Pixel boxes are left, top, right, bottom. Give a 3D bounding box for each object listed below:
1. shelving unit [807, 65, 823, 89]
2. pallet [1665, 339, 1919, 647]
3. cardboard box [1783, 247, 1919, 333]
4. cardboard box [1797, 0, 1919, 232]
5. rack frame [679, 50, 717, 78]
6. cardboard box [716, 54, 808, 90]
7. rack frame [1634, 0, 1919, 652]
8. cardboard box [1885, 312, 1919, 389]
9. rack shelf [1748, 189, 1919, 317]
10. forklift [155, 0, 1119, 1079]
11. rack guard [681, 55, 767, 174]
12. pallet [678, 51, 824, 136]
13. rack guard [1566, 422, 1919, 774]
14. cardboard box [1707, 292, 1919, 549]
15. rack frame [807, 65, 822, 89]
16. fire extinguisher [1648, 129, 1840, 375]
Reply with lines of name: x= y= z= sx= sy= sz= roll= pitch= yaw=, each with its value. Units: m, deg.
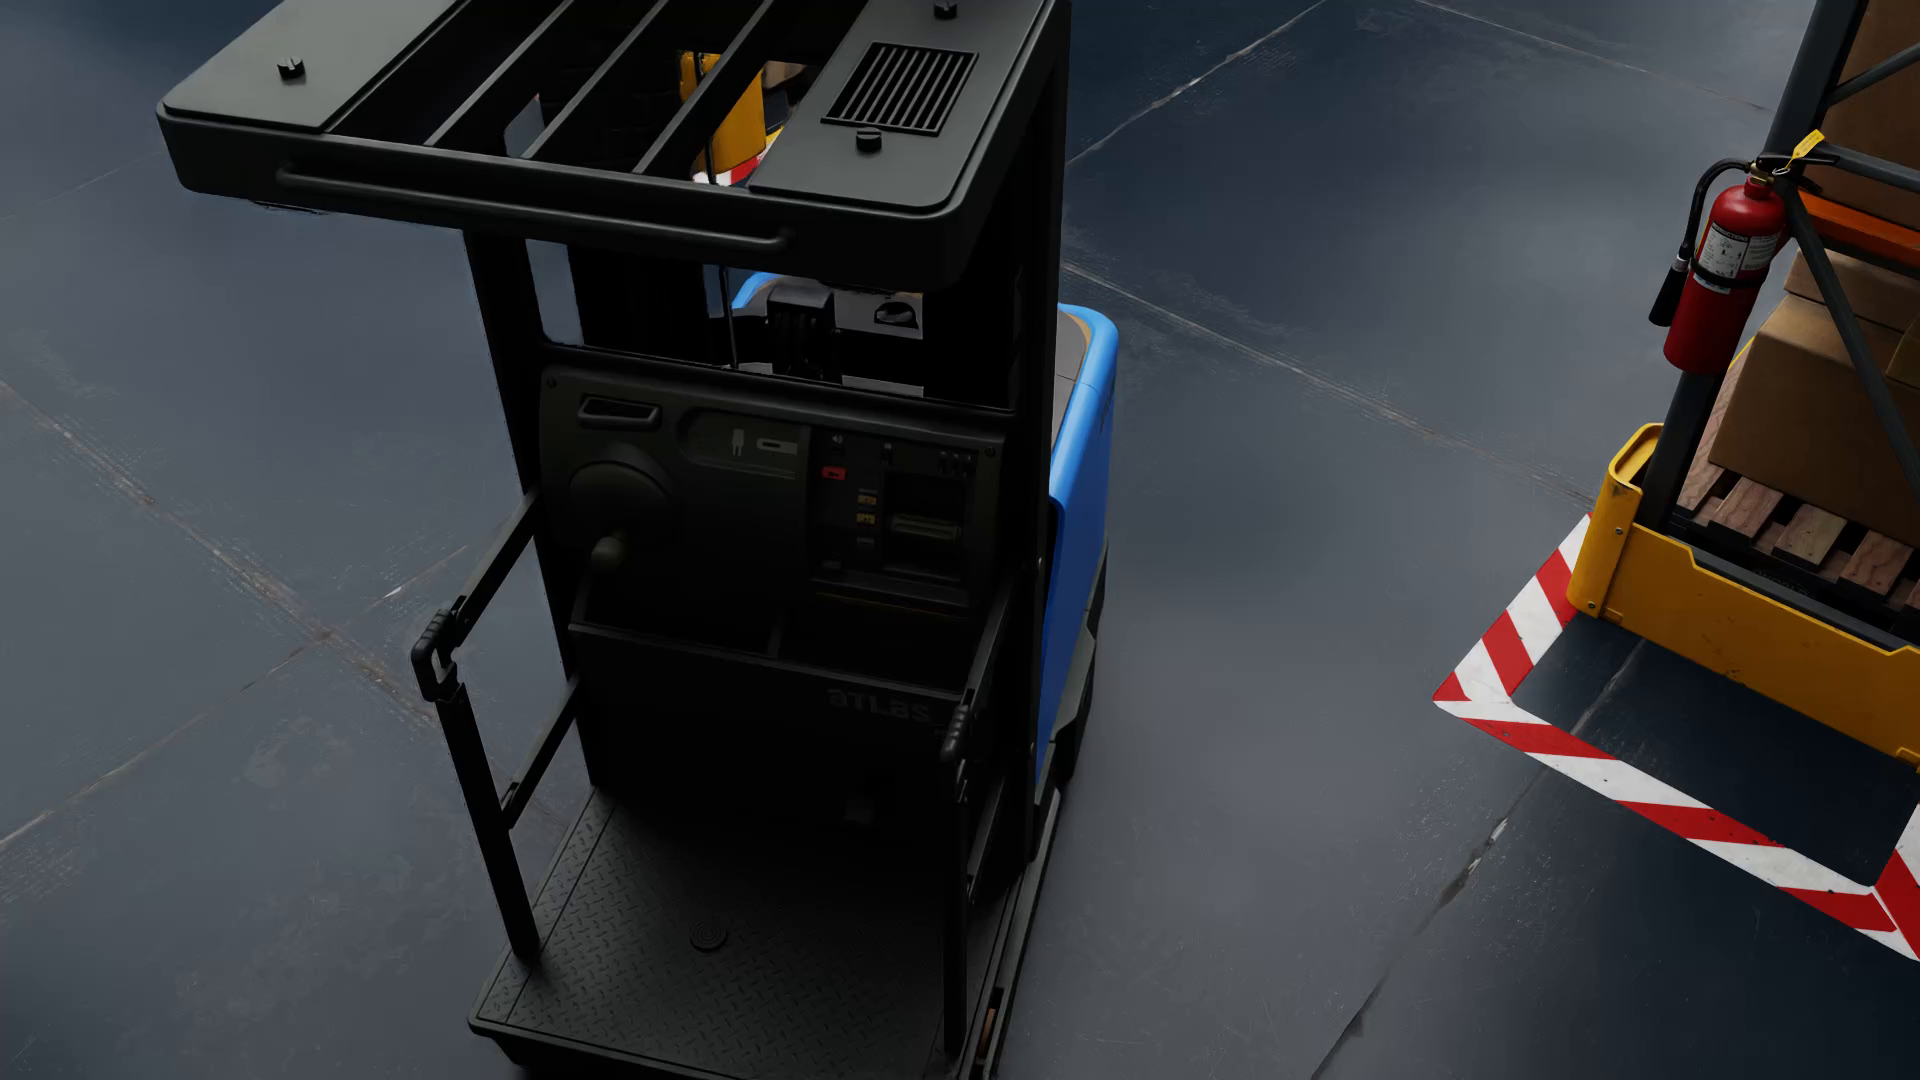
shelving unit: x=-0.094 y=-0.906 z=4.686 sx=0.431 sy=2.100 sz=0.503 roll=20 pitch=46 yaw=21
pallet: x=2.845 y=-0.189 z=5.301 sx=1.003 sy=0.211 sz=1.213 roll=29 pitch=50 yaw=28
cardboard box: x=2.707 y=-0.794 z=4.957 sx=0.380 sy=0.149 sz=0.250 roll=29 pitch=50 yaw=28
cardboard box: x=2.711 y=-1.153 z=4.065 sx=0.980 sy=0.700 sz=0.700 roll=32 pitch=51 yaw=30
rack frame: x=-1.404 y=-2.918 z=6.229 sx=1.000 sy=3.000 sz=0.127 roll=29 pitch=50 yaw=28
cardboard box: x=-0.871 y=-2.092 z=7.114 sx=0.380 sy=0.149 sz=0.250 roll=29 pitch=50 yaw=28
rack frame: x=2.390 y=-0.775 z=3.872 sx=1.000 sy=3.000 sz=0.127 roll=29 pitch=50 yaw=28
cardboard box: x=2.837 y=-0.498 z=4.632 sx=0.380 sy=0.149 sz=0.250 roll=30 pitch=50 yaw=29
rack shelf: x=3.678 y=-1.538 z=5.247 sx=1.077 sy=0.370 sz=4.000 roll=29 pitch=50 yaw=28
forklift: x=-0.426 y=-0.003 z=3.075 sx=1.130 sy=2.935 sz=3.031 roll=9 pitch=43 yaw=10
rack guard: x=-1.355 y=-2.032 z=7.113 sx=1.175 sy=0.500 sz=0.348 roll=29 pitch=50 yaw=28
pallet: x=-0.842 y=-2.336 z=7.662 sx=1.003 sy=0.211 sz=1.213 roll=29 pitch=50 yaw=28
rack guard: x=2.375 y=0.162 z=4.700 sx=1.175 sy=0.500 sz=0.348 roll=29 pitch=50 yaw=28
cardboard box: x=2.764 y=-0.409 z=5.016 sx=0.700 sy=0.500 sz=0.500 roll=29 pitch=50 yaw=28
rack frame: x=-0.209 y=-0.762 z=4.527 sx=0.400 sy=2.100 sz=0.015 roll=20 pitch=46 yaw=21
fire extinguisher: x=1.940 y=-0.730 z=4.158 sx=0.296 sy=0.674 sz=0.183 roll=29 pitch=50 yaw=28
